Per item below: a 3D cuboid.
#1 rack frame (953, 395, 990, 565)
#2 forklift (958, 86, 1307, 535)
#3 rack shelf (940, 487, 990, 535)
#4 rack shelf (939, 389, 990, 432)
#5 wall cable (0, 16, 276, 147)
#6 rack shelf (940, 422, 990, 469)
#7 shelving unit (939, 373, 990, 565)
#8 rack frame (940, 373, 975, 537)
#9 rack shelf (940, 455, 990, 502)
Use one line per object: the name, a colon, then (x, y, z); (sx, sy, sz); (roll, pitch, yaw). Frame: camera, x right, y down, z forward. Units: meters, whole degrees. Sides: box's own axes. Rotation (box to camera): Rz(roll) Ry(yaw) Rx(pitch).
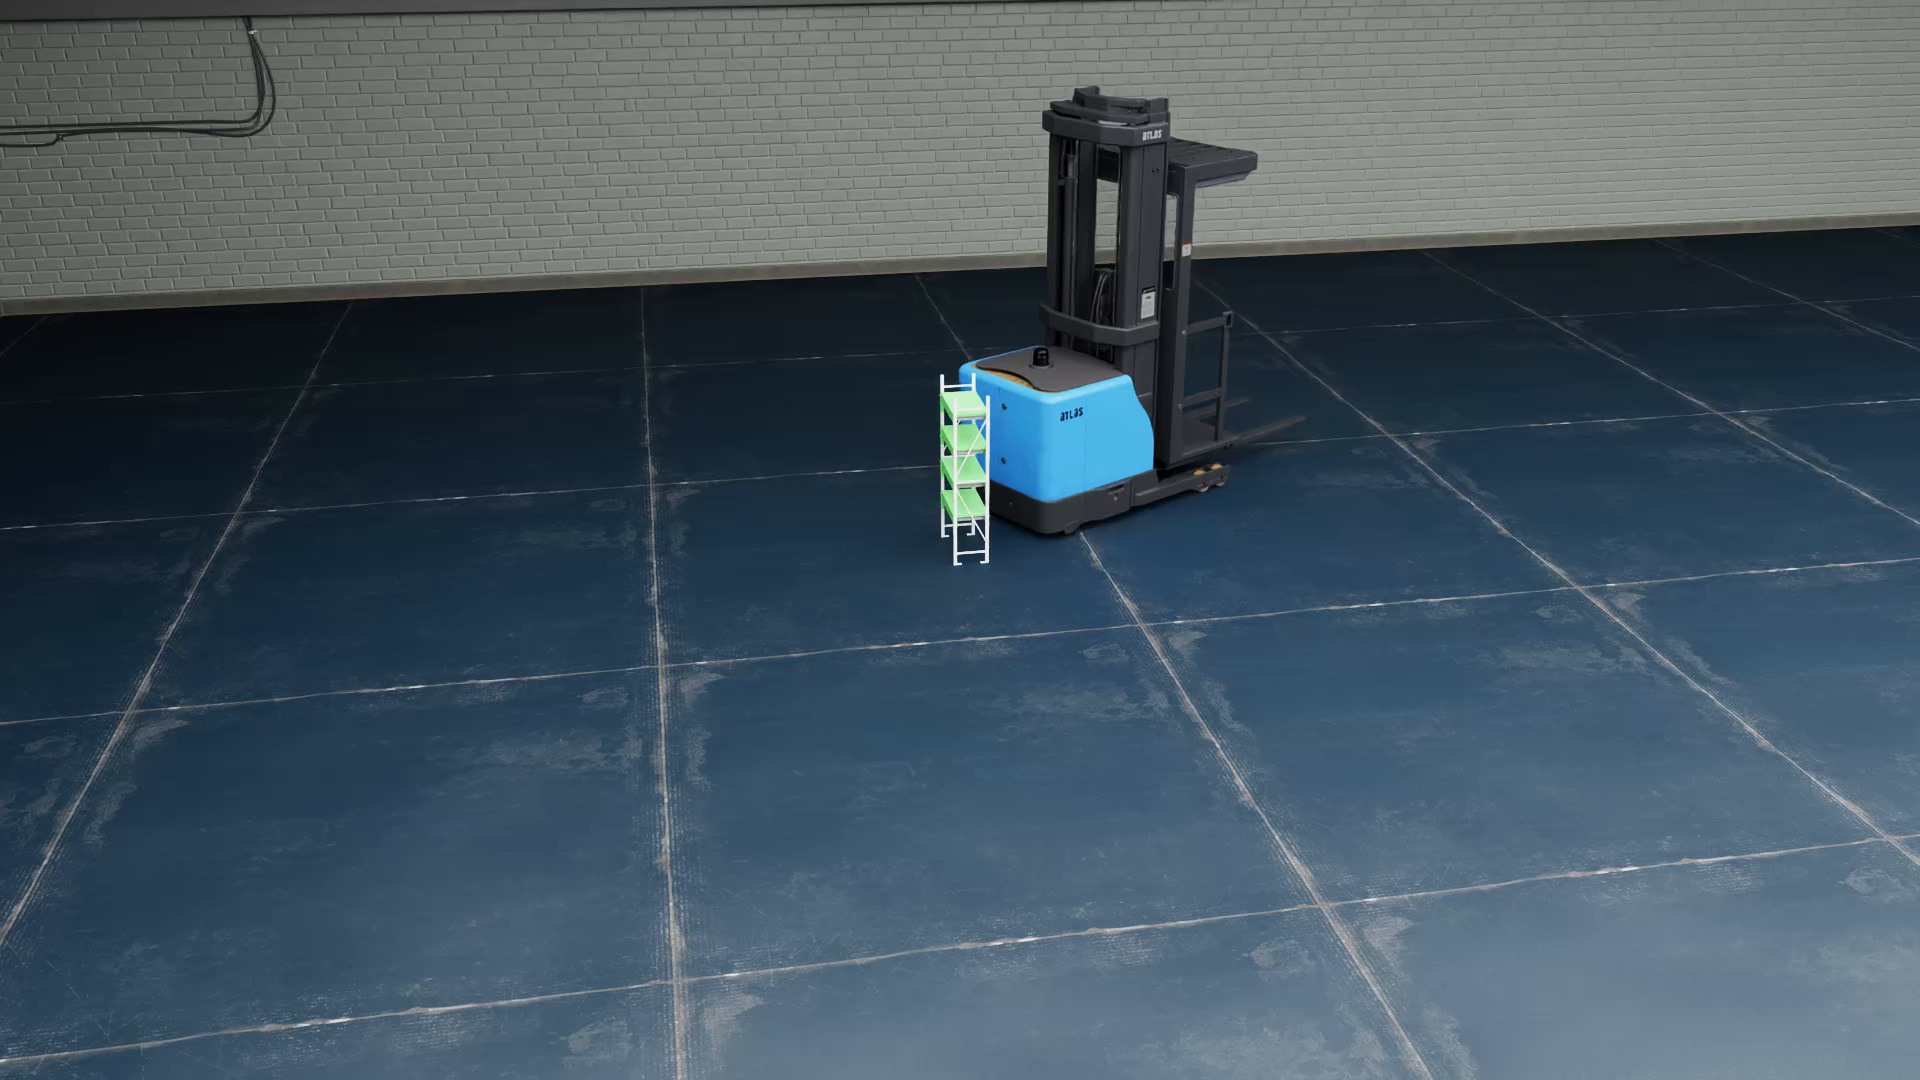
rack frame: (0.076, -0.389, 11.141); (0.240, 1.200, 0.015); (-4, 24, -10)
forklift: (1.436, -1.850, 12.324); (3.031, 2.935, 1.130); (-18, 30, -36)
rack shelf: (0.031, -0.206, 11.482); (0.258, 0.148, 0.480); (-4, 24, -10)
rack shelf: (0.031, -0.866, 11.194); (0.258, 0.148, 0.480); (-4, 24, -10)
wall cable: (-8.369, -5.090, 16.040); (3.097, 2.526, 0.112); (-4, 24, -10)
rack shelf: (0.031, -0.646, 11.290); (0.258, 0.148, 0.480); (-4, 24, -10)
shelving unit: (0.031, -0.485, 11.361); (0.258, 1.200, 0.503); (-4, 24, -10)
rack frame: (-0.015, -0.581, 11.581); (0.240, 1.200, 0.015); (-4, 24, -10)
rack shelf: (0.031, -0.426, 11.386); (0.258, 0.148, 0.480); (-4, 24, -10)
